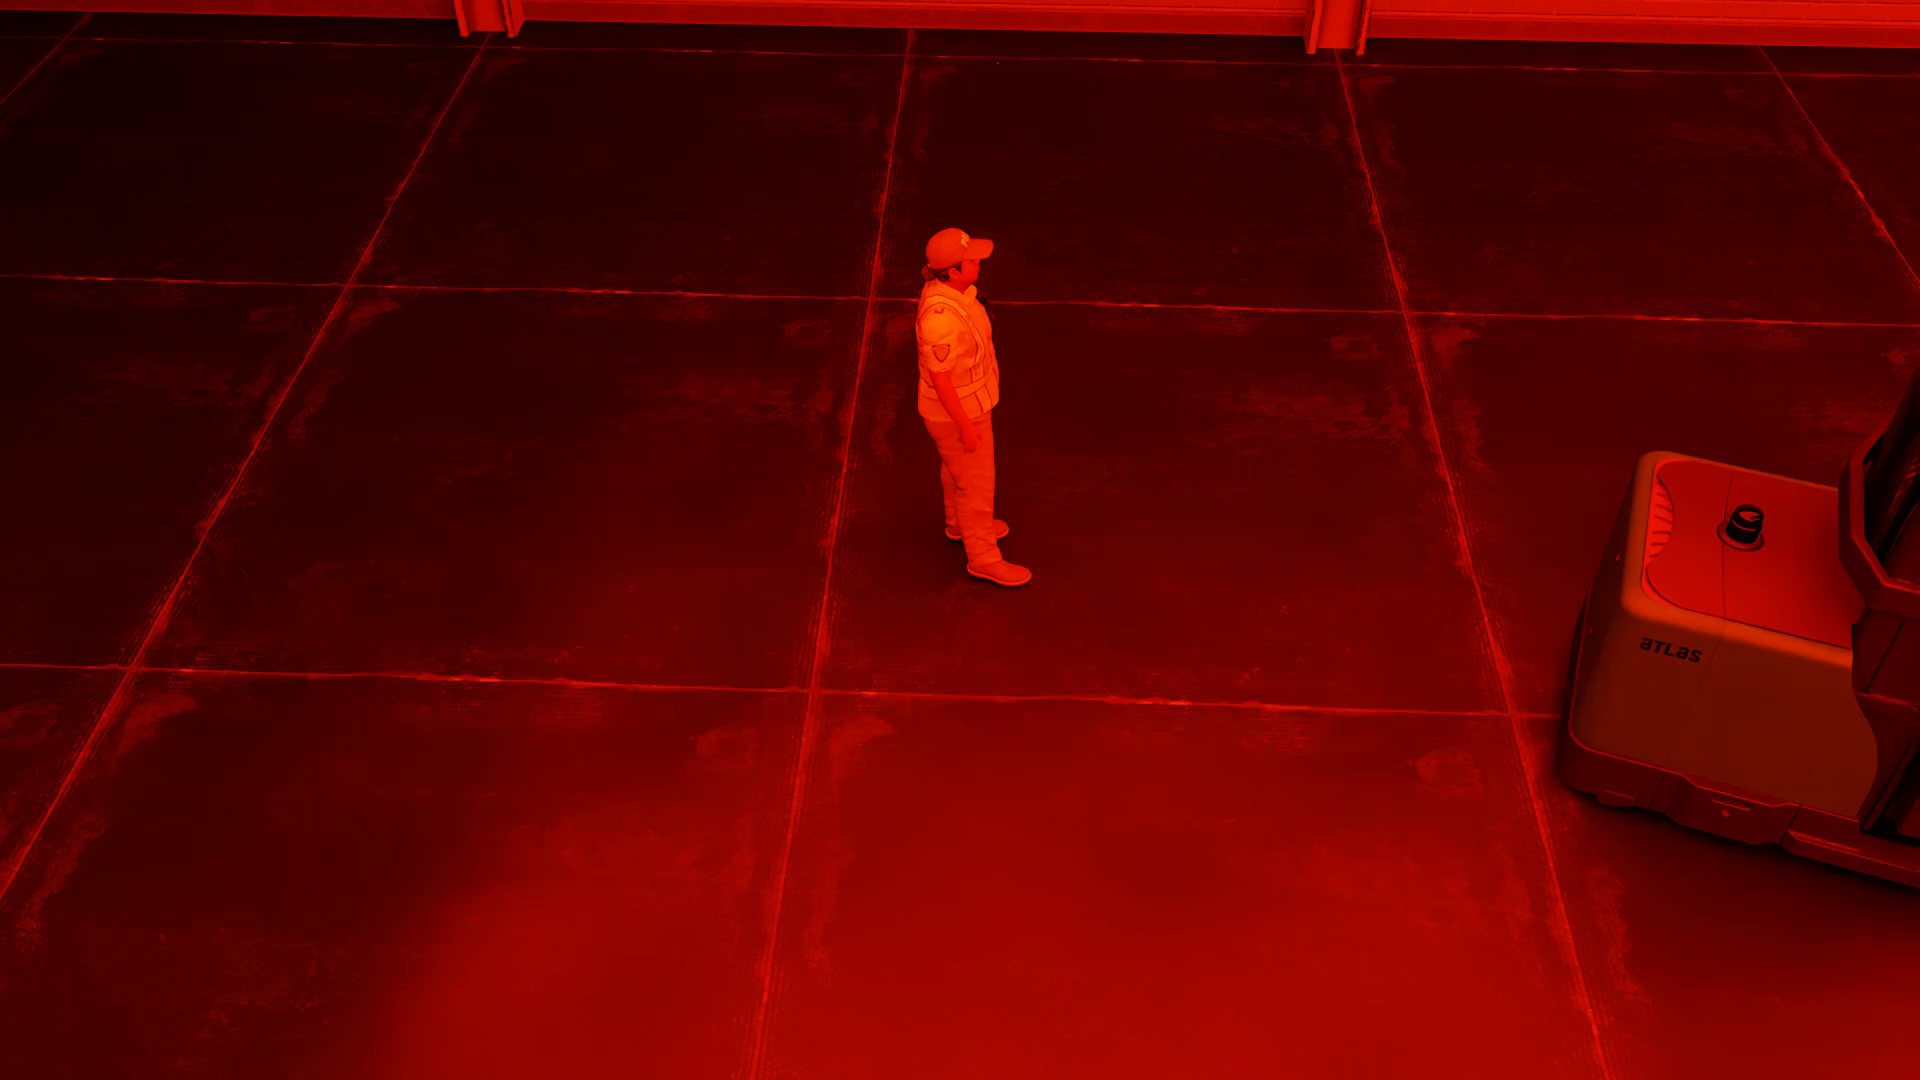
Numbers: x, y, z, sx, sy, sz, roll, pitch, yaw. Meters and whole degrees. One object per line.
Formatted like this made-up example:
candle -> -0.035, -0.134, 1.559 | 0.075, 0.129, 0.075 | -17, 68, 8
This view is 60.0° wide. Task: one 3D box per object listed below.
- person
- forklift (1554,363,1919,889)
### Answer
person -> 0.075, -0.604, 7.329 | 0.529, 1.670, 0.598 | 2, 42, 2
forklift -> 3.995, -0.011, 5.755 | 3.031, 2.935, 1.130 | 14, 44, 15
